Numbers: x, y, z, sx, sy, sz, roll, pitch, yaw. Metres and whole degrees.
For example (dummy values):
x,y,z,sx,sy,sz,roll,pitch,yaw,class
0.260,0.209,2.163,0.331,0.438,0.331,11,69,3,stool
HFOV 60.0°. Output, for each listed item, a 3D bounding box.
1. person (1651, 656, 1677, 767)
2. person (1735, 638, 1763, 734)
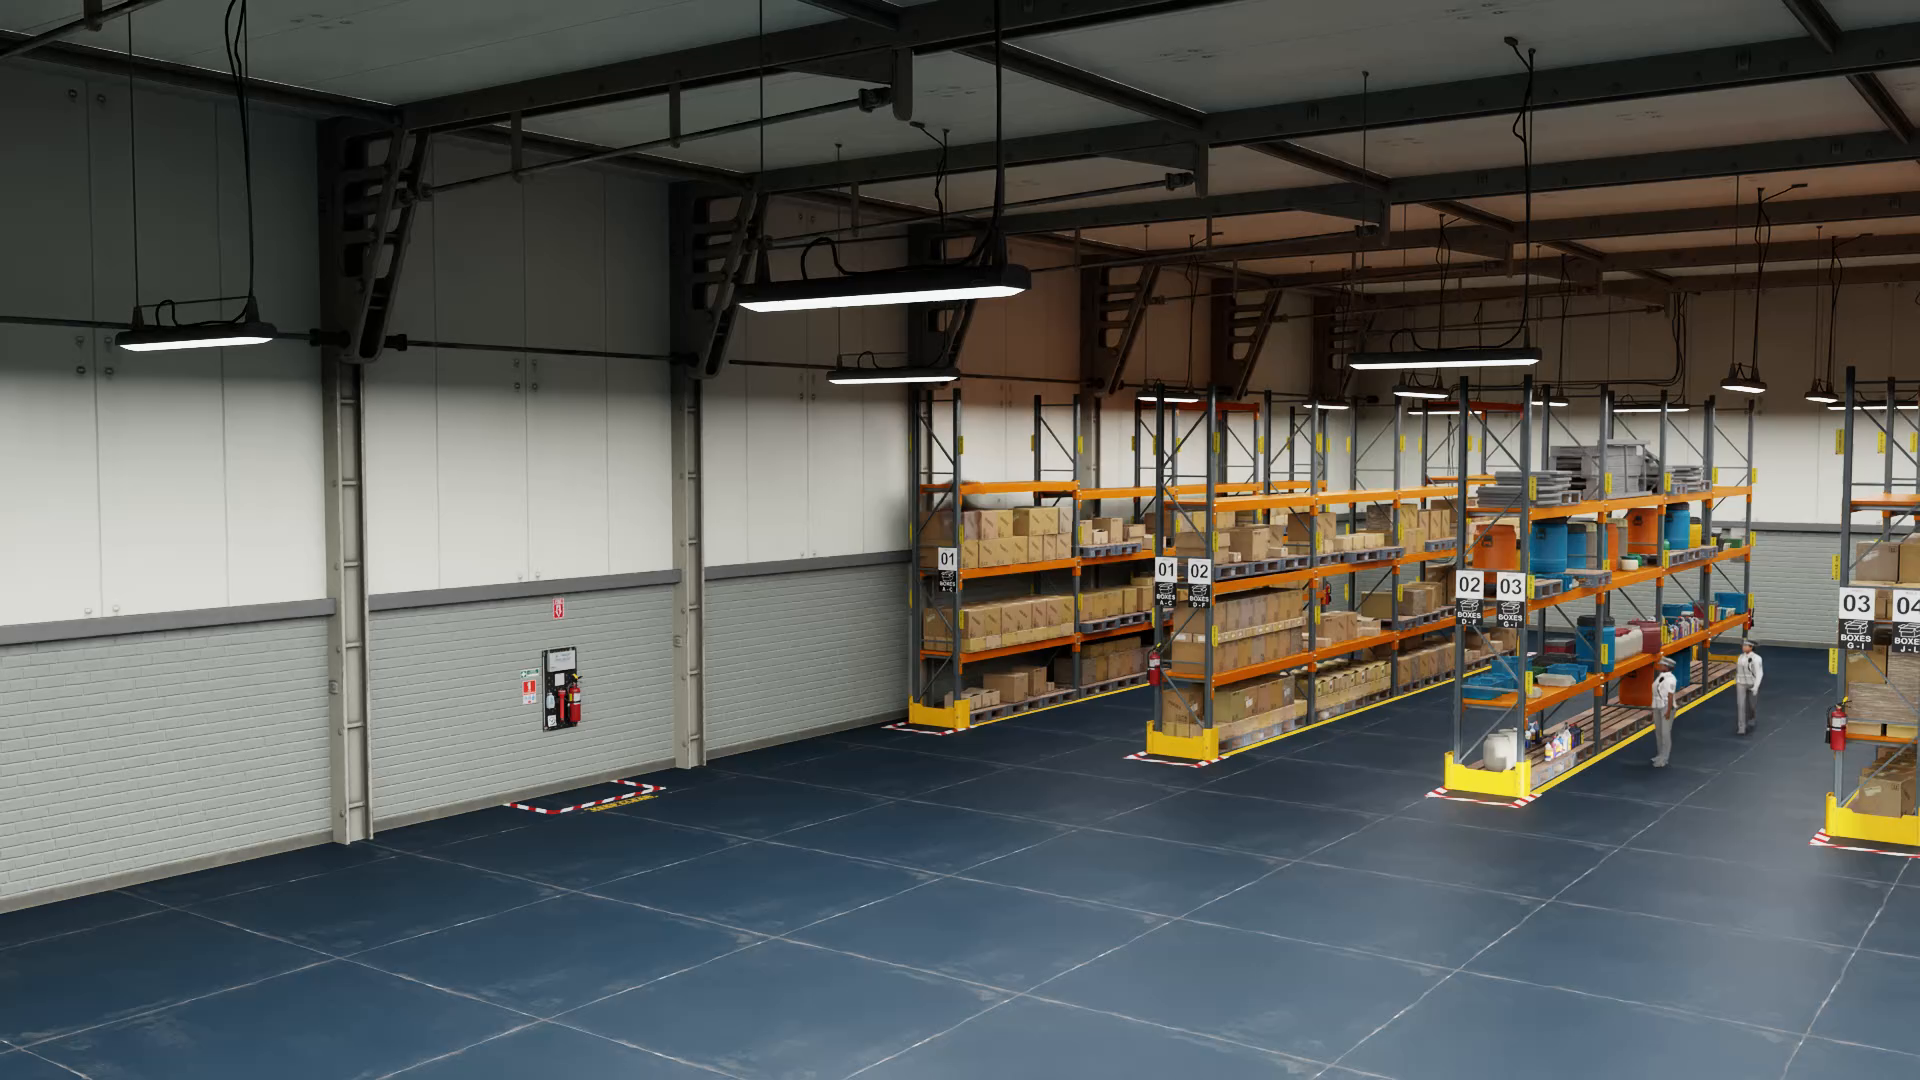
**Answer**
x,y,z,sx,sy,sz,roll,pitch,yaw,class
11.013,2.682,26.156,0.514,1.699,0.458,-1,3,-18,person
13.762,2.520,29.022,0.440,1.639,0.932,1,4,24,person
